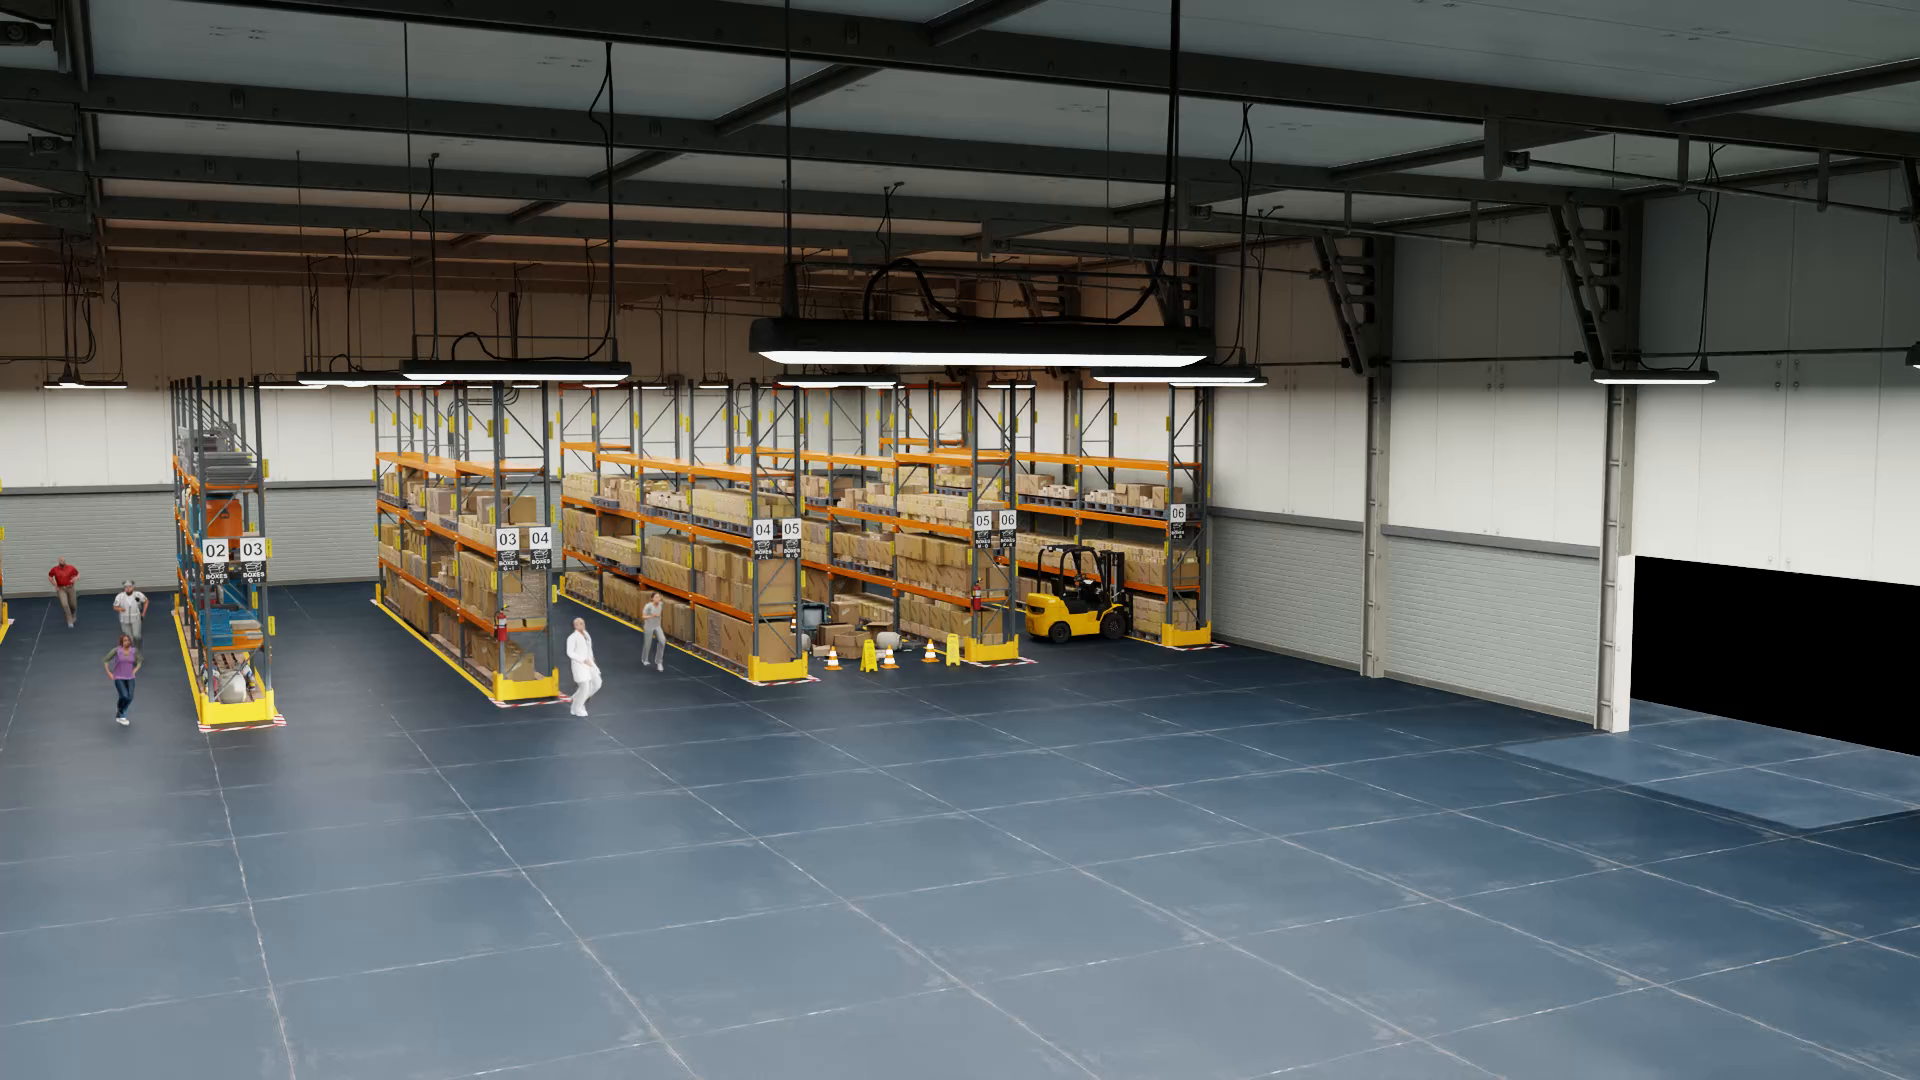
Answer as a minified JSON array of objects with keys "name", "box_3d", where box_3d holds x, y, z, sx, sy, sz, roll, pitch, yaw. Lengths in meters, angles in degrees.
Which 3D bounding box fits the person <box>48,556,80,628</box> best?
[{"name":"person","box_3d":[-21.902,1.259,40.698,0.668,1.744,0.869,-4,6,-35]}]

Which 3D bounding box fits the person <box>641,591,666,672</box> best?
[{"name":"person","box_3d":[-6.357,1.861,34.287,0.559,1.651,0.914,-3,6,-33]}]

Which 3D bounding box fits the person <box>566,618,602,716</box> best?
[{"name":"person","box_3d":[-6.659,2.241,29.449,0.578,1.738,0.721,2,5,21]}]

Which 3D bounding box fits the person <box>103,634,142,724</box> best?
[{"name":"person","box_3d":[-14.360,2.397,28.599,0.500,1.559,0.585,5,7,44]}]

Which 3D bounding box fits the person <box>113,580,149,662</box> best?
[{"name":"person","box_3d":[-17.550,1.725,35.205,0.646,1.796,0.766,-2,5,-18]}]
